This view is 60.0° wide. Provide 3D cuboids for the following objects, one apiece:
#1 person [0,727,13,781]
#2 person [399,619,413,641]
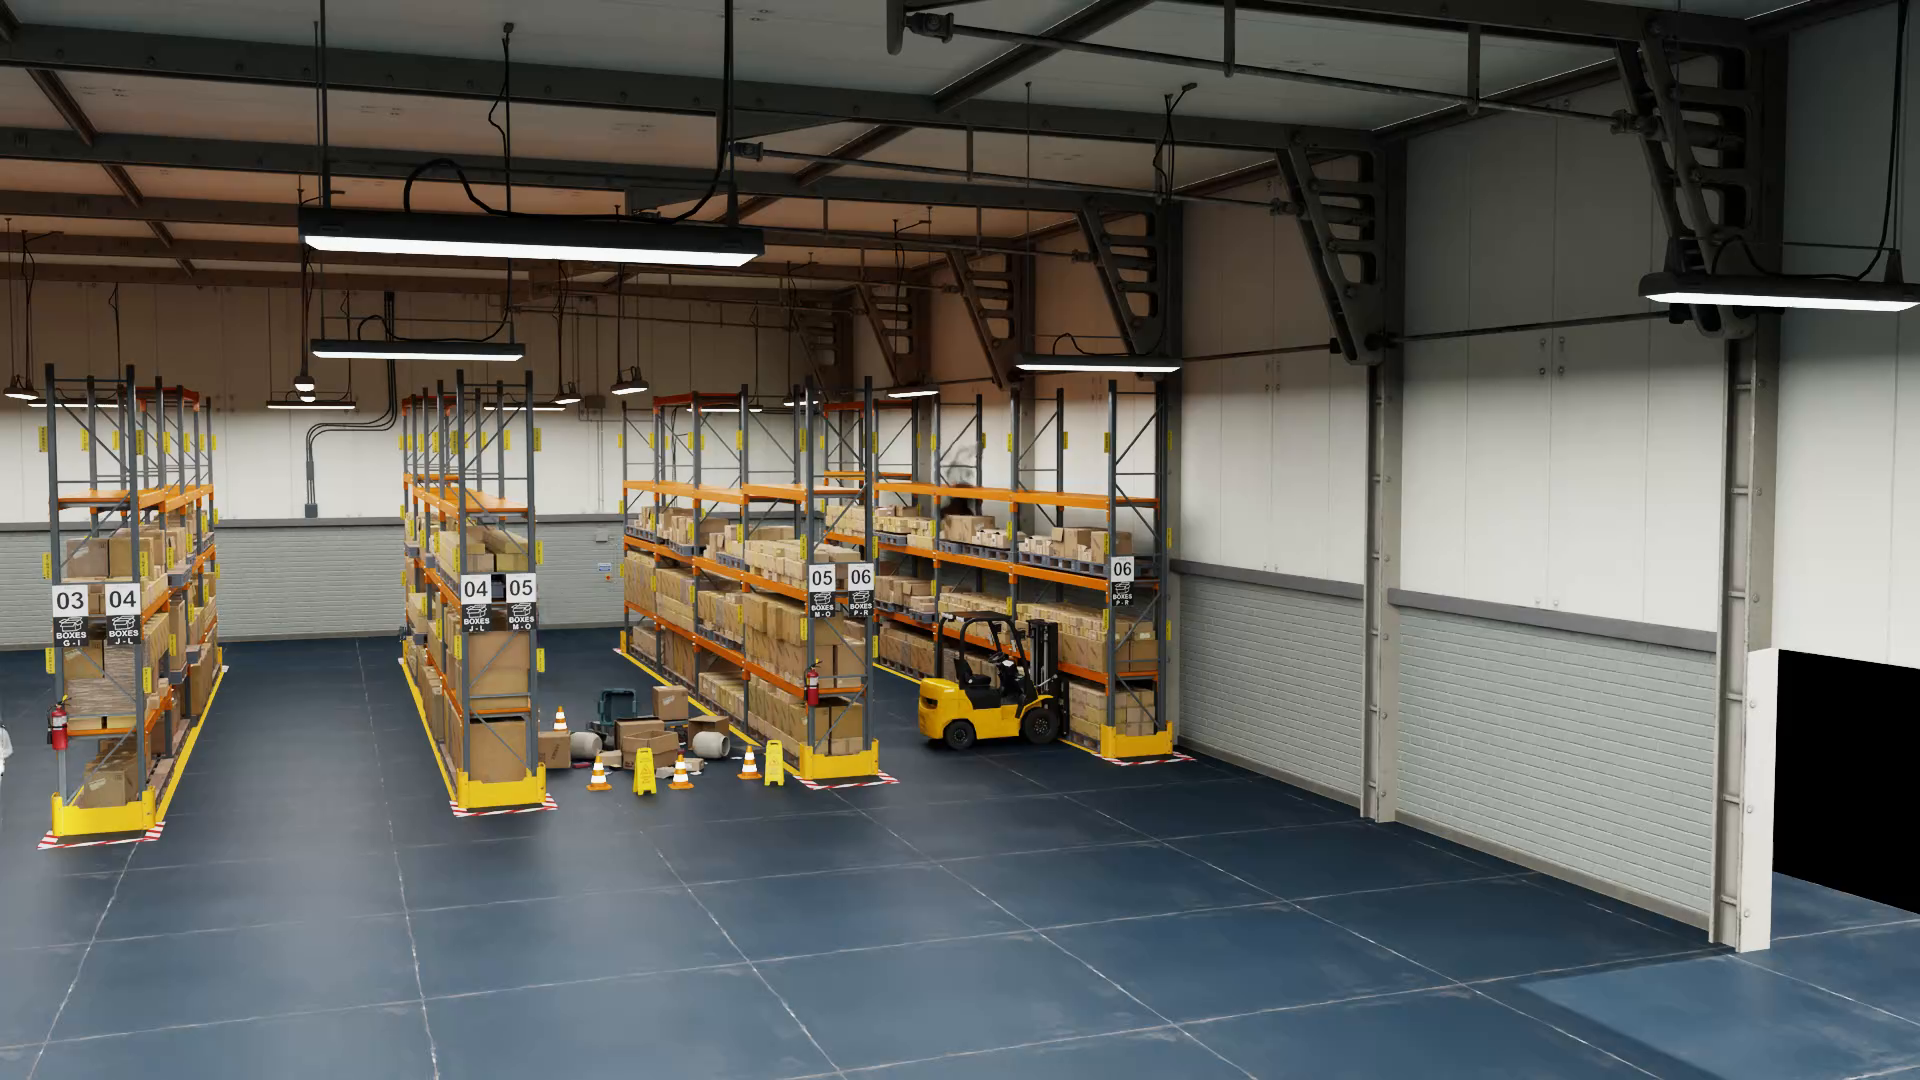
[{"bbox_3d":[-12.189,2.928,20.760,0.636,1.799,0.711,-2,4,-35],"label":"person"},{"bbox_3d":[-12.871,1.897,39.118,0.612,1.645,0.766,0,3,-1],"label":"person"}]
